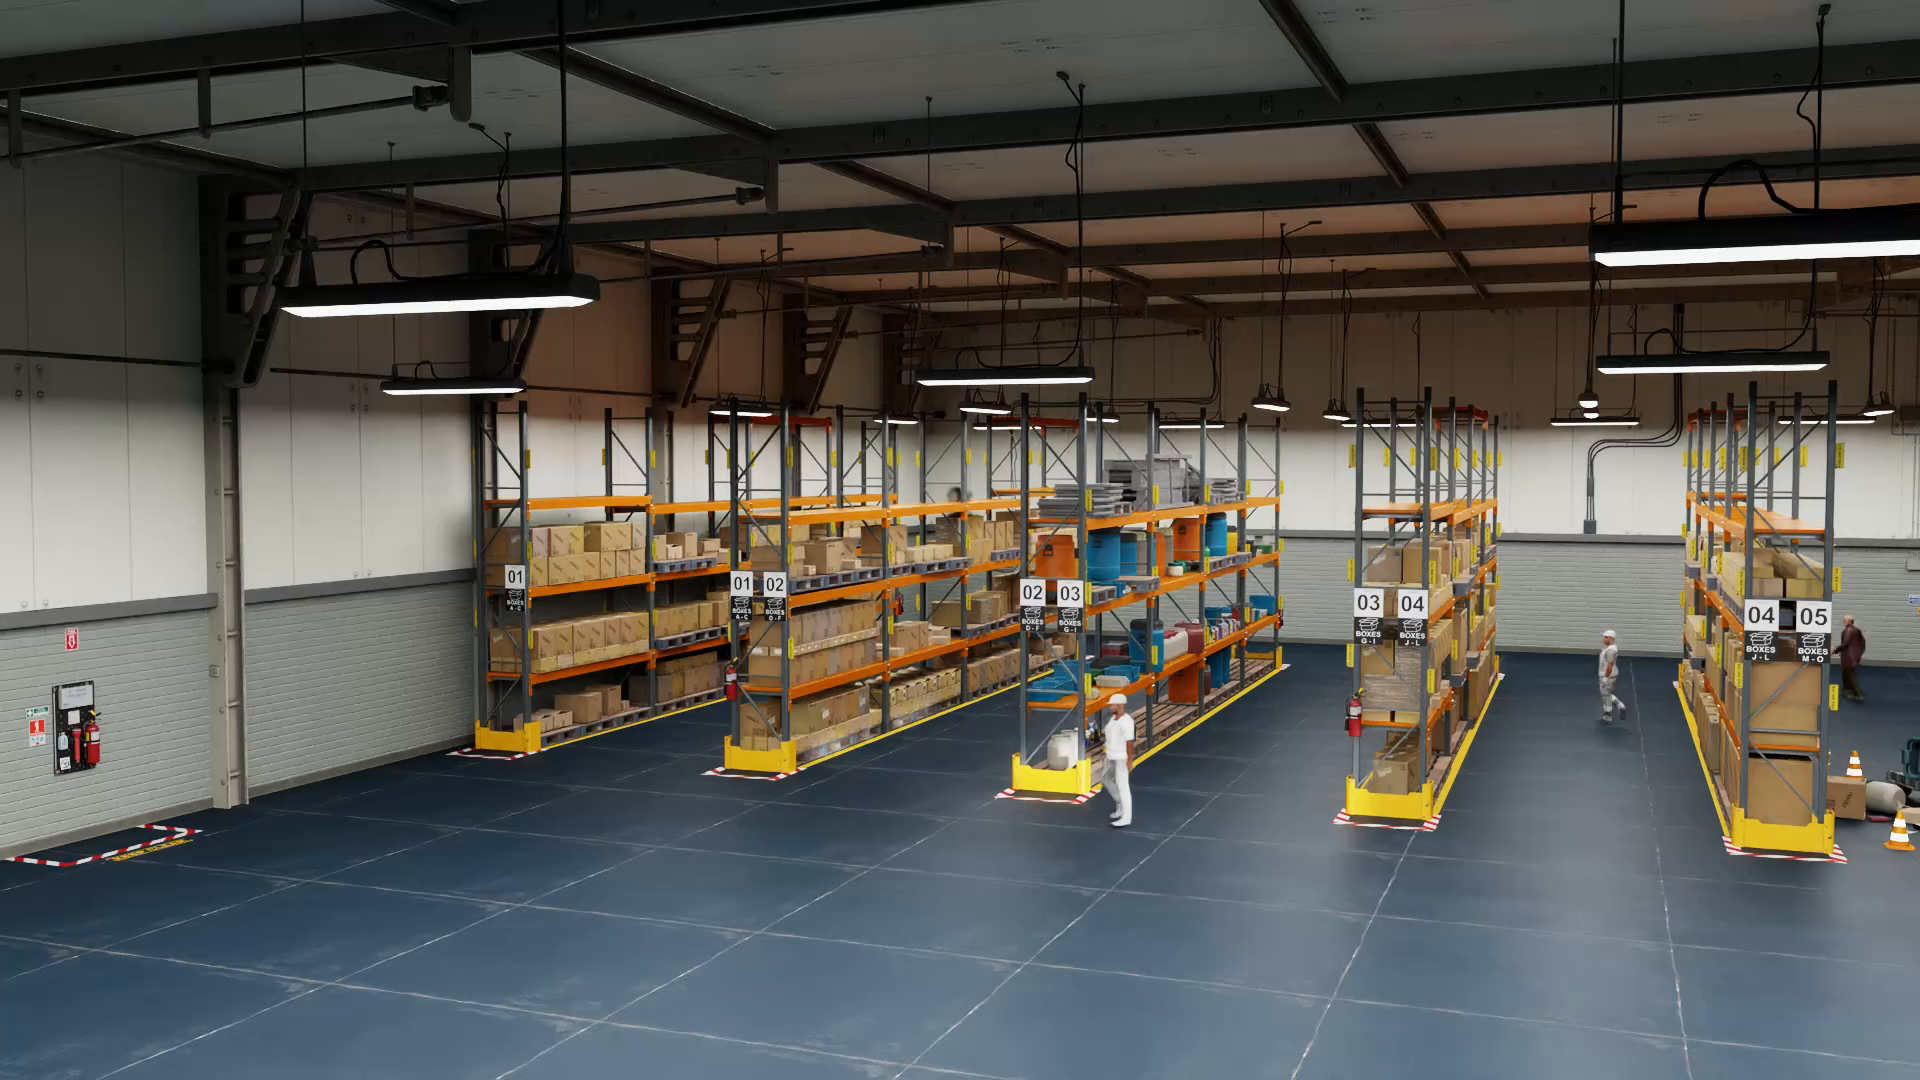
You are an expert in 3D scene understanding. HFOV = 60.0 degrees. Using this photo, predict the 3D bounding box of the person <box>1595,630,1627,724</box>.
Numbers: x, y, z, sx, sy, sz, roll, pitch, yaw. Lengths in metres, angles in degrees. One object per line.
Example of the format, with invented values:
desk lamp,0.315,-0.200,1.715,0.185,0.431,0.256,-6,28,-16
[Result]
person,12.229,2.579,31.285,0.572,1.787,0.550,2,4,42

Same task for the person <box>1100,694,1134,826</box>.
person,2.189,2.991,22.816,0.423,1.775,0.609,-1,3,-18

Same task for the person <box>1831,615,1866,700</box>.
person,18.568,2.472,34.650,0.766,1.813,0.746,-1,3,-13
